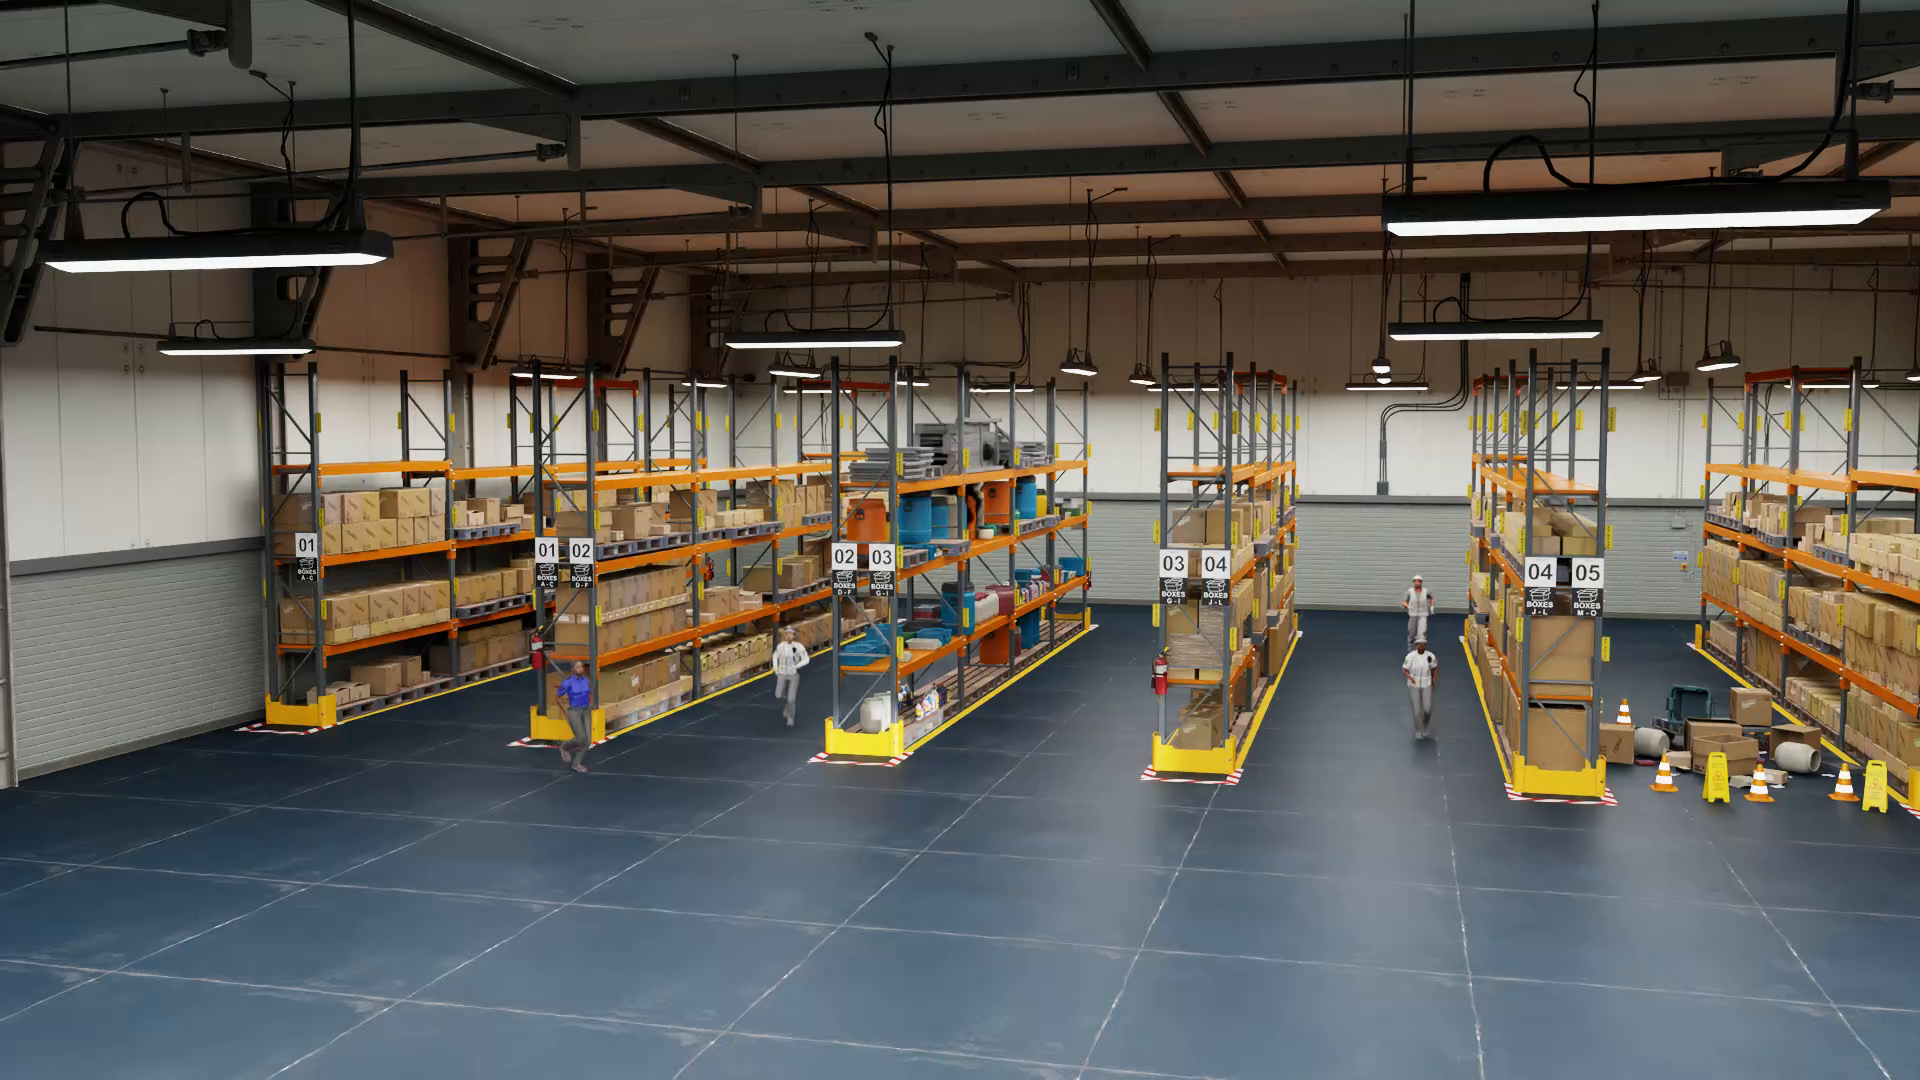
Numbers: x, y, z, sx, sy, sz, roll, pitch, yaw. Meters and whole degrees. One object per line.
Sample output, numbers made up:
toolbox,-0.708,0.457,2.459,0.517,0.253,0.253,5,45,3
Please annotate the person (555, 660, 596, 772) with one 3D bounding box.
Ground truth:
person,-5.488,2.527,23.930,0.555,1.614,0.582,3,5,40

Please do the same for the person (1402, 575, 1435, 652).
person,9.699,1.634,35.207,0.669,1.789,0.968,1,4,15

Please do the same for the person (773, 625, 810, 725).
person,-2.830,2.236,27.495,0.678,1.658,0.490,1,4,14

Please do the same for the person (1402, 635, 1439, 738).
person,7.270,2.319,26.250,0.576,1.662,0.580,1,4,13
